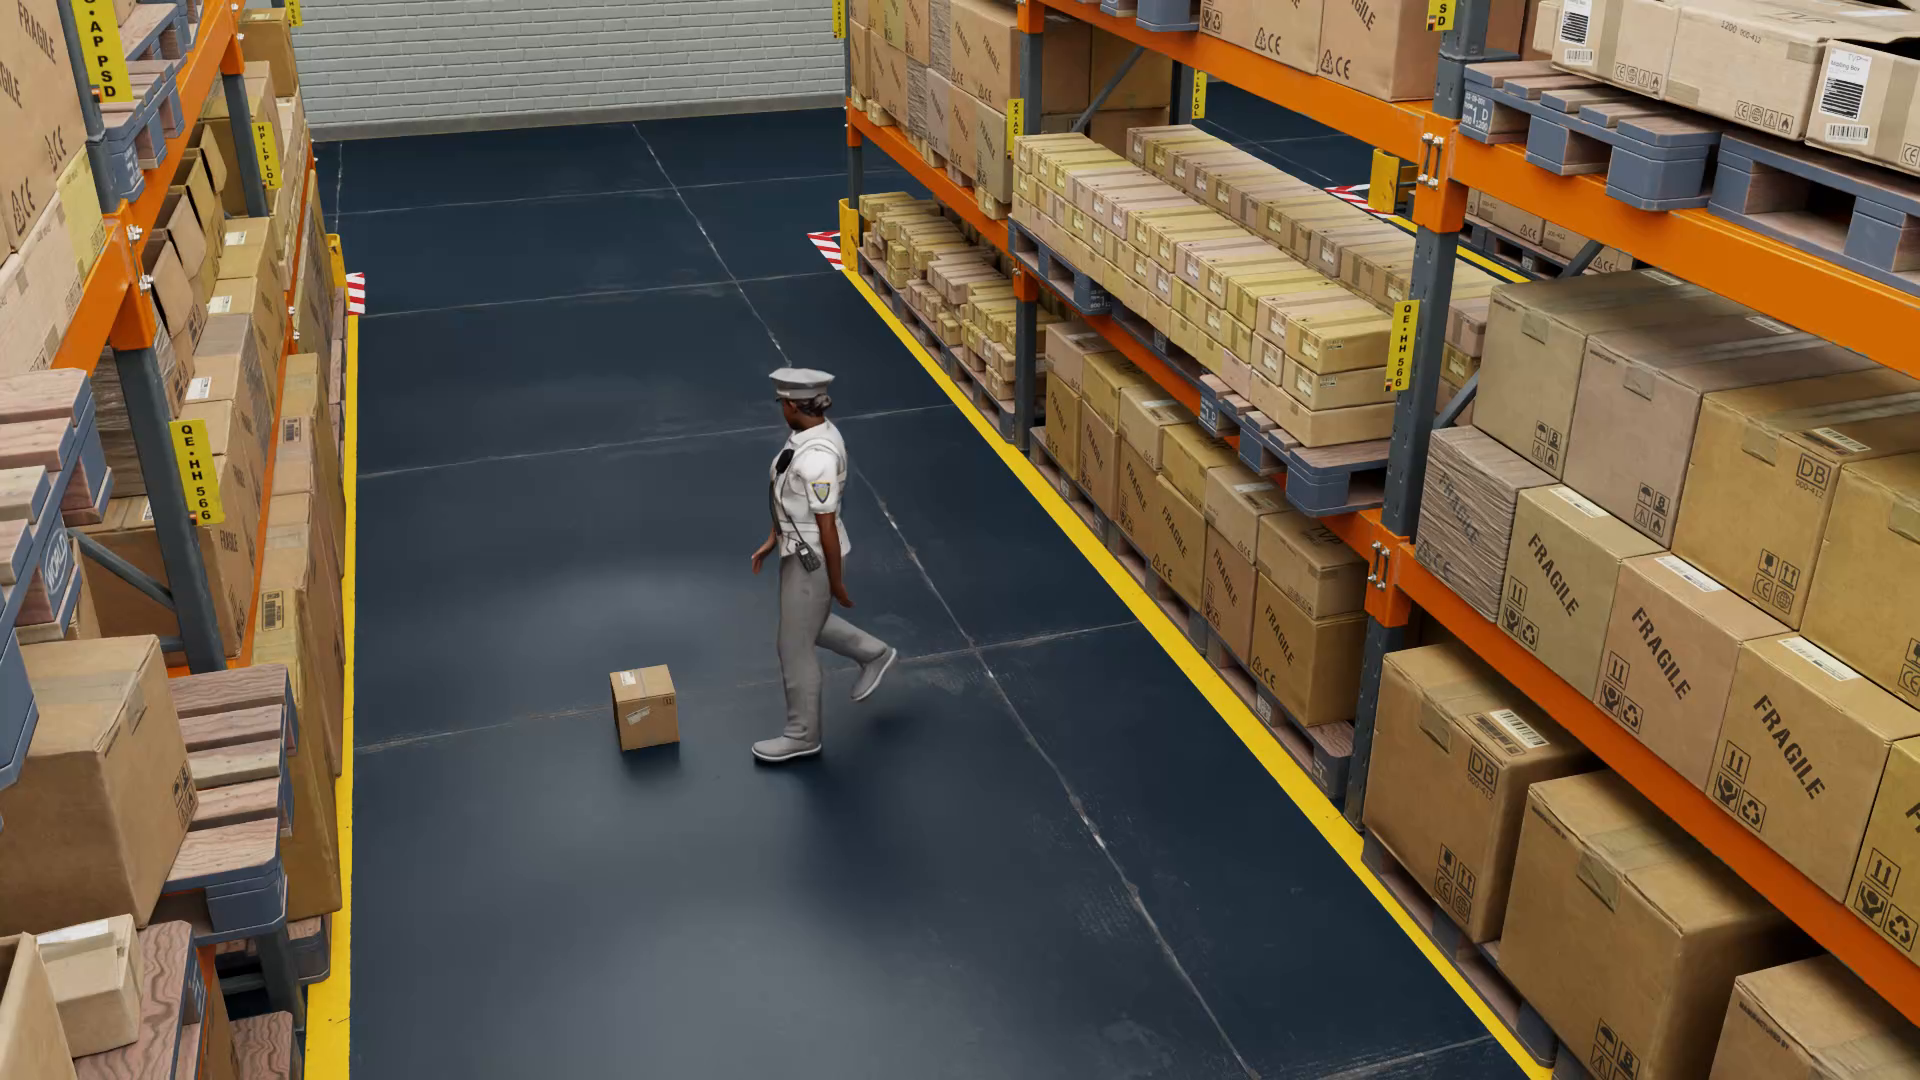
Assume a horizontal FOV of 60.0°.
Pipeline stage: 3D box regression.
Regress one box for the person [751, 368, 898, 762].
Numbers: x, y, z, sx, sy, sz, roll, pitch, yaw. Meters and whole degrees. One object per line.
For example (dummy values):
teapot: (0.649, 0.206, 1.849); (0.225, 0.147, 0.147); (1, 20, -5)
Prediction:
person: (-0.583, 0.087, 6.941); (0.662, 1.634, 0.516); (-3, 27, -6)
